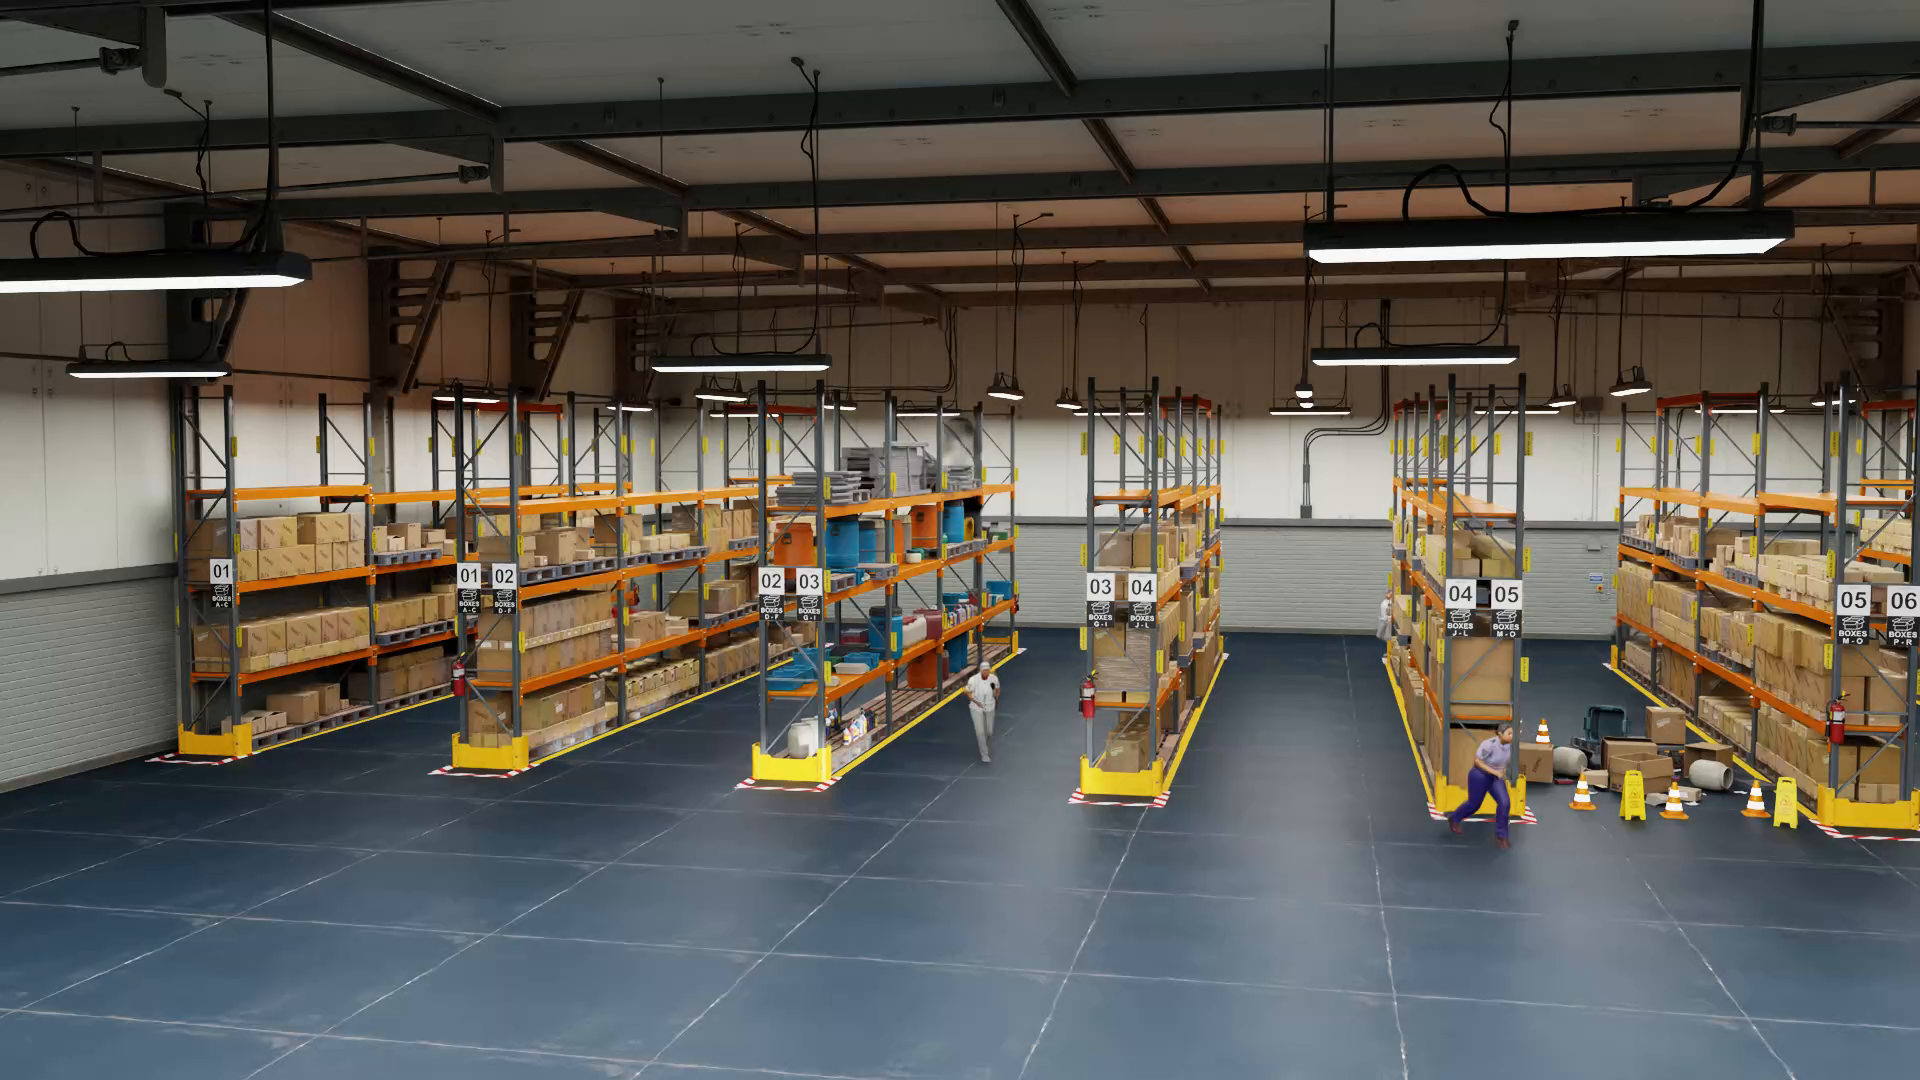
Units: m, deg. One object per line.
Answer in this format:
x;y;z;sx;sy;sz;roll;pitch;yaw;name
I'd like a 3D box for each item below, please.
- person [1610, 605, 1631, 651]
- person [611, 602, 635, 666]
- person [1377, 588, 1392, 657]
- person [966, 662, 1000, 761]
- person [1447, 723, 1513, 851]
15.813;1.967;39.739;0.660;1.609;0.553;-1;3;-9;person
-7.510;2.130;37.168;0.705;1.696;1.021;0;3;5;person
10.189;1.959;39.640;0.545;1.651;0.609;-2;4;-25;person
0.369;2.725;26.671;0.572;1.609;0.759;0;3;-5;person
6.607;3.066;20.999;0.644;1.623;0.934;-2;4;-35;person
